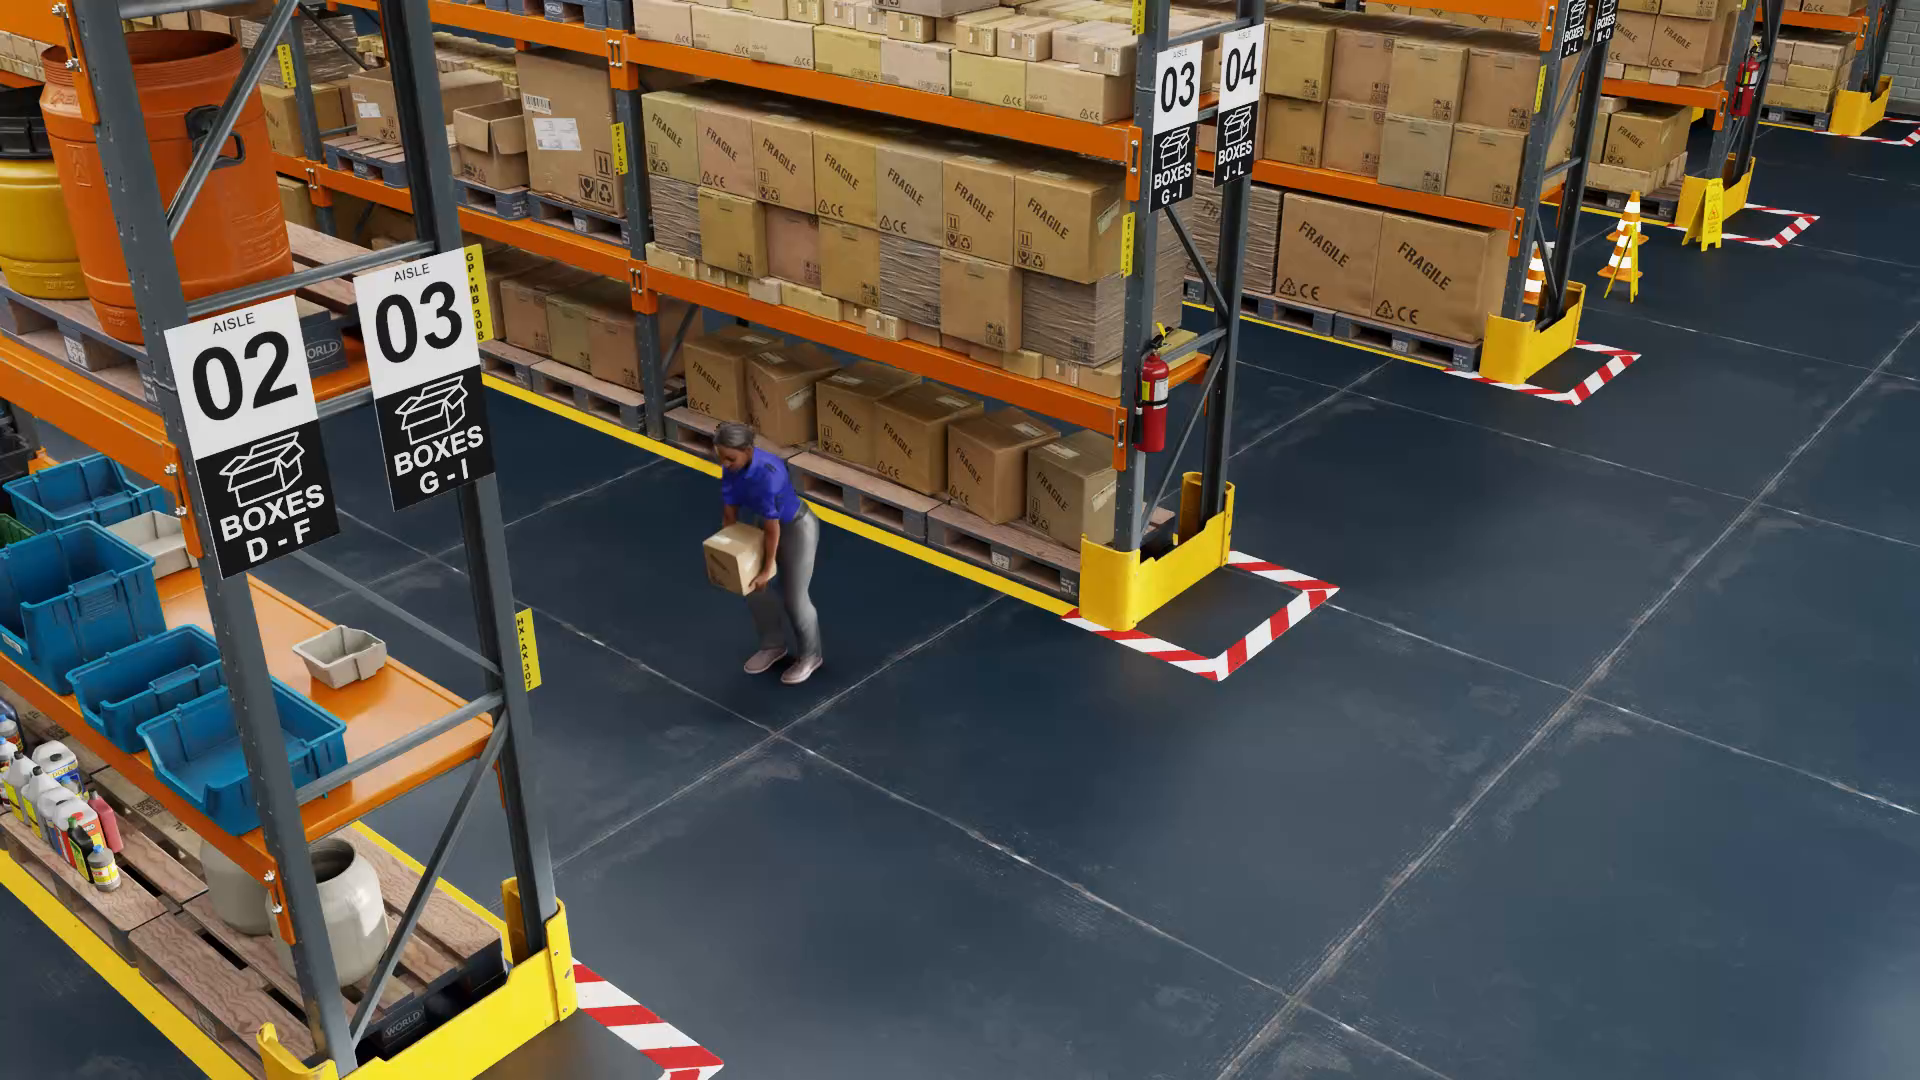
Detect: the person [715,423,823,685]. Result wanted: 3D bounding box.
[{"bbox_3d":[-1.004,0.046,8.670,0.407,1.543,0.596,20,34,34],"label":"person"}]
